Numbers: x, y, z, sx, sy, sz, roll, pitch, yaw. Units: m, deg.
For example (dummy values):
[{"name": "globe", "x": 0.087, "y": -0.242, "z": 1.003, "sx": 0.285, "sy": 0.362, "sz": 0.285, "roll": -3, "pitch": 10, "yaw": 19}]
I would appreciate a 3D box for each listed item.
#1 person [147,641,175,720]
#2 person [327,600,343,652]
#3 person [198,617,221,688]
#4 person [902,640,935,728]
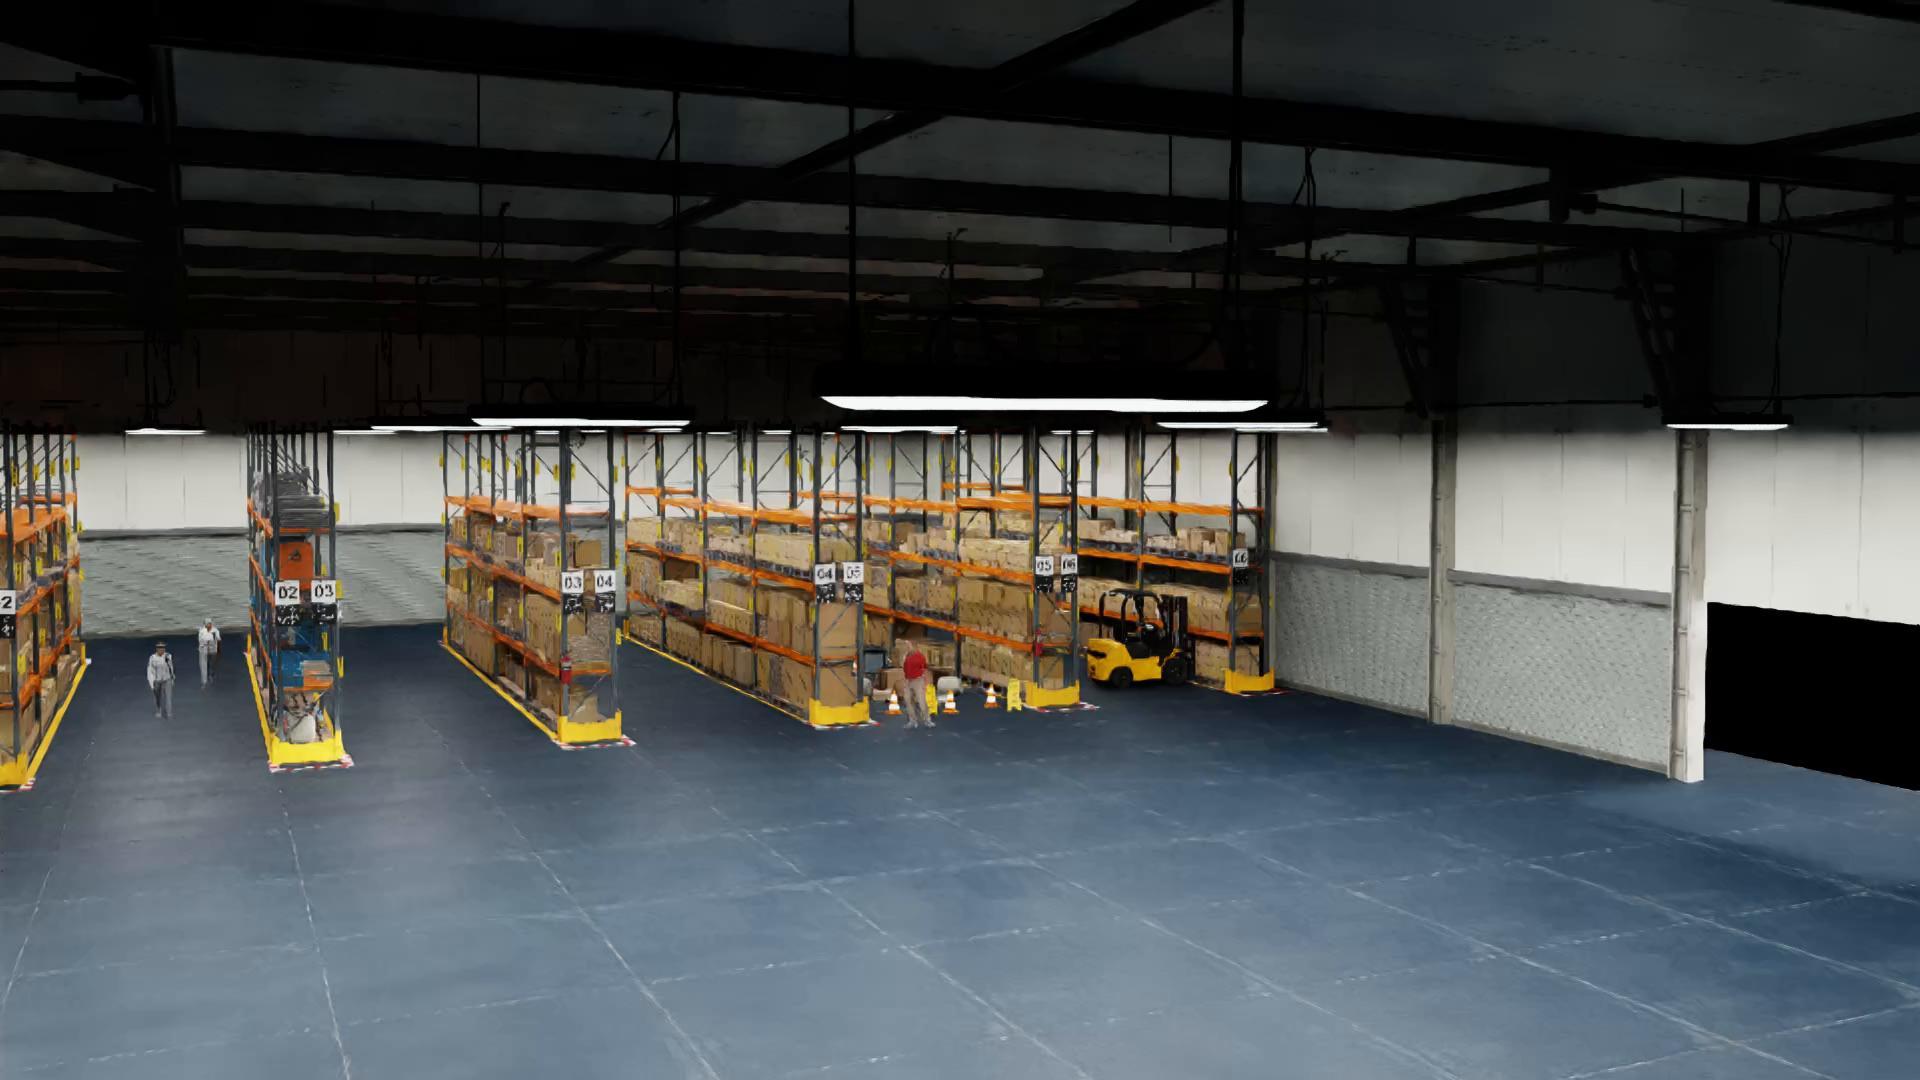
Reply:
[{"name": "person", "x": -16.095, "y": 2.808, "z": 33.499, "sx": 0.499, "sy": 1.587, "sz": 1.065, "roll": -2, "pitch": 4, "yaw": -26}, {"name": "person", "x": -16.616, "y": 2.124, "z": 44.073, "sx": 0.464, "sy": 1.676, "sz": 0.498, "roll": 0, "pitch": 4, "yaw": 6}, {"name": "person", "x": -17.126, "y": 2.545, "z": 37.967, "sx": 0.481, "sy": 1.583, "sz": 1.083, "roll": -2, "pitch": 4, "yaw": -27}, {"name": "person", "x": -0.833, "y": 2.825, "z": 32.734, "sx": 0.651, "sy": 1.716, "sz": 0.552, "roll": 3, "pitch": 5, "yaw": 38}]
